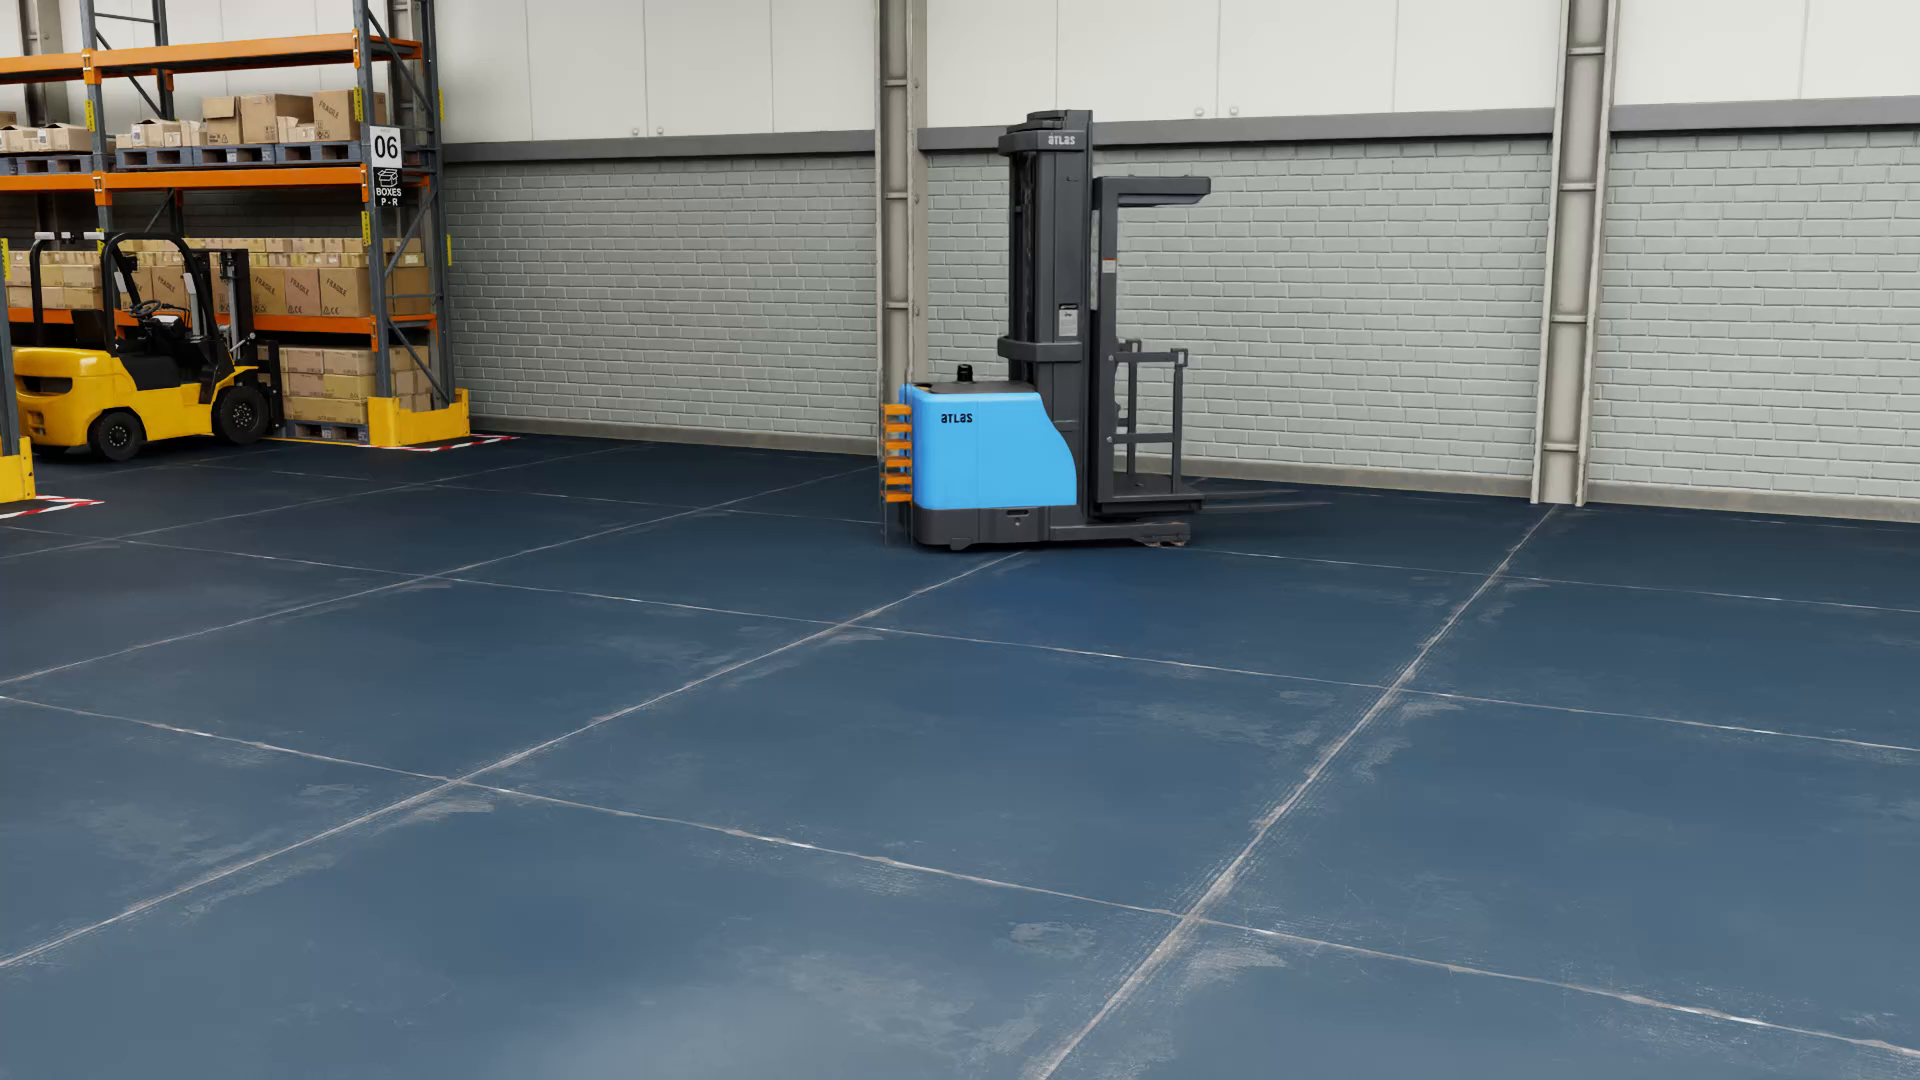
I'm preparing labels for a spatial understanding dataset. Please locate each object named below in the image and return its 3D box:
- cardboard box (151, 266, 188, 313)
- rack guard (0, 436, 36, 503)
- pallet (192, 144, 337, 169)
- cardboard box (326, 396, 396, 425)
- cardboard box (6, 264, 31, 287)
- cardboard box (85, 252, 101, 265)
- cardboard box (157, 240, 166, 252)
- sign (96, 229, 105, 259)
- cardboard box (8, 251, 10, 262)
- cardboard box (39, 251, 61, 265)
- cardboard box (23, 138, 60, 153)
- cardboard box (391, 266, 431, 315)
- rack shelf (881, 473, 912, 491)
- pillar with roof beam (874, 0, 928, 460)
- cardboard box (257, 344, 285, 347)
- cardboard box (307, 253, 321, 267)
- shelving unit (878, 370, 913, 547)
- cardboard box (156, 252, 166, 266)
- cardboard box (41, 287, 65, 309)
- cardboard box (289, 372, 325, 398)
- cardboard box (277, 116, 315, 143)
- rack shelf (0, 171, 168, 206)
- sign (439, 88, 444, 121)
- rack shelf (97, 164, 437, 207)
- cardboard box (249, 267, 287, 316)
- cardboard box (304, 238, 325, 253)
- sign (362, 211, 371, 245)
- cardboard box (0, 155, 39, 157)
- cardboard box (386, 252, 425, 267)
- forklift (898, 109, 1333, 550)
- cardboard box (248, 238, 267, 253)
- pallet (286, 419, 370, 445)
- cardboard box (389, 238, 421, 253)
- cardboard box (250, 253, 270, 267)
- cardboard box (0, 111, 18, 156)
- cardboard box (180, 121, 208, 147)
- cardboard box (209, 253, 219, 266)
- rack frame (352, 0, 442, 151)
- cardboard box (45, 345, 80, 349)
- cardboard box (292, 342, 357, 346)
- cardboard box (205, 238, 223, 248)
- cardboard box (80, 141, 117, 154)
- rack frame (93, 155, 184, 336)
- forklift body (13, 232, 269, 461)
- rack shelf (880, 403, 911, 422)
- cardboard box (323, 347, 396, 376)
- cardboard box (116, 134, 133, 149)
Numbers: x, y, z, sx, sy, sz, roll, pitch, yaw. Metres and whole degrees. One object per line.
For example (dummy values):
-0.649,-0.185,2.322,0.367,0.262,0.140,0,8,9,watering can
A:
-8.534,-2.779,18.381,0.500,0.500,0.500,5,12,27,cardboard box
-7.965,-0.512,13.158,0.348,0.500,1.175,5,11,26,rack guard
-7.424,-4.118,17.886,1.213,0.211,1.003,5,11,26,pallet
-6.265,-1.370,17.418,0.500,0.250,0.500,5,11,26,cardboard box
-10.764,-3.095,19.428,0.500,0.250,0.500,5,12,27,cardboard box
-9.695,-3.205,18.912,0.250,0.149,0.380,5,12,28,cardboard box
-8.629,-3.262,18.395,0.250,0.149,0.380,5,11,25,cardboard box
-9.522,-3.288,18.447,0.005,0.325,0.100,5,11,26,sign
-11.126,-3.309,19.489,0.250,0.149,0.380,5,11,24,cardboard box
-10.425,-3.249,19.159,0.250,0.149,0.380,5,11,24,cardboard box
-10.411,-4.491,18.946,0.250,0.149,0.380,5,11,26,cardboard box
-6.025,-2.662,17.736,0.500,0.500,0.500,5,12,28,cardboard box
-0.445,-0.404,11.514,0.180,0.103,0.258,-2,10,-12,rack shelf
-2.453,-4.520,11.437,0.400,9.000,9.100,5,11,26,pillar with roof beam
-7.623,-1.980,17.983,0.500,0.250,0.500,5,11,25,cardboard box
-6.586,-2.926,17.373,0.250,0.149,0.380,5,12,27,cardboard box
-0.445,-0.565,11.485,0.189,1.200,0.258,-2,10,-12,shelving unit
-8.642,-3.110,18.388,0.250,0.149,0.380,5,11,26,cardboard box
-10.312,-2.808,19.242,0.500,0.250,0.500,5,11,25,cardboard box
-6.723,-1.659,17.611,0.500,0.250,0.500,5,11,25,cardboard box
-6.808,-4.232,17.186,0.258,0.266,0.396,5,11,26,cardboard box
-11.084,-4.124,19.694,4.000,0.370,1.077,5,11,26,rack shelf
-5.453,-4.563,17.419,0.005,0.325,0.100,5,11,26,sign
-7.497,-3.809,17.952,4.000,0.370,1.077,5,11,26,rack shelf
-7.182,-2.658,17.715,0.500,0.500,0.500,5,11,25,cardboard box
-6.600,-3.070,17.331,0.250,0.149,0.380,5,12,27,cardboard box
-5.956,-3.130,16.687,0.005,0.325,0.100,5,11,26,sign
-11.308,-4.682,19.950,0.250,0.166,0.380,5,11,26,cardboard box
-5.893,-2.966,17.594,0.250,0.149,0.380,5,11,24,cardboard box
1.124,-1.483,11.696,3.031,2.935,1.130,-2,10,-12,forklift
-7.307,-3.123,17.628,0.250,0.149,0.380,5,12,27,cardboard box
-6.408,-1.211,17.829,1.213,0.211,1.003,5,11,26,pallet
-5.910,-3.105,17.526,0.250,0.149,0.380,5,11,25,cardboard box
-7.300,-2.978,17.658,0.250,0.149,0.380,5,11,26,cardboard box
-11.423,-4.765,19.472,0.500,0.500,0.500,5,12,27,cardboard box
-8.094,-4.345,17.810,0.258,0.266,0.396,5,11,24,cardboard box
-7.986,-3.041,18.006,0.250,0.149,0.380,5,11,24,cardboard box
-5.703,-5.482,16.750,0.127,3.000,1.000,5,11,26,rack frame
-10.456,-1.985,19.762,0.625,0.625,0.875,5,11,25,cardboard box
-6.944,-2.023,18.221,0.500,0.250,0.500,5,11,25,cardboard box
-7.946,-3.198,18.041,0.250,0.149,0.380,5,11,26,cardboard box
-9.965,-4.551,19.278,0.250,0.149,0.380,5,11,26,cardboard box
-9.291,-2.845,19.026,0.127,3.000,1.000,5,11,26,rack frame
-8.211,-1.970,16.576,1.214,2.155,2.313,5,11,26,forklift body
-0.445,-0.876,11.428,0.180,0.103,0.258,-2,10,-12,rack shelf
-6.254,-1.862,17.328,0.500,0.250,0.500,5,12,28,cardboard box
-9.023,-4.369,18.271,0.250,0.149,0.380,5,12,27,cardboard box
